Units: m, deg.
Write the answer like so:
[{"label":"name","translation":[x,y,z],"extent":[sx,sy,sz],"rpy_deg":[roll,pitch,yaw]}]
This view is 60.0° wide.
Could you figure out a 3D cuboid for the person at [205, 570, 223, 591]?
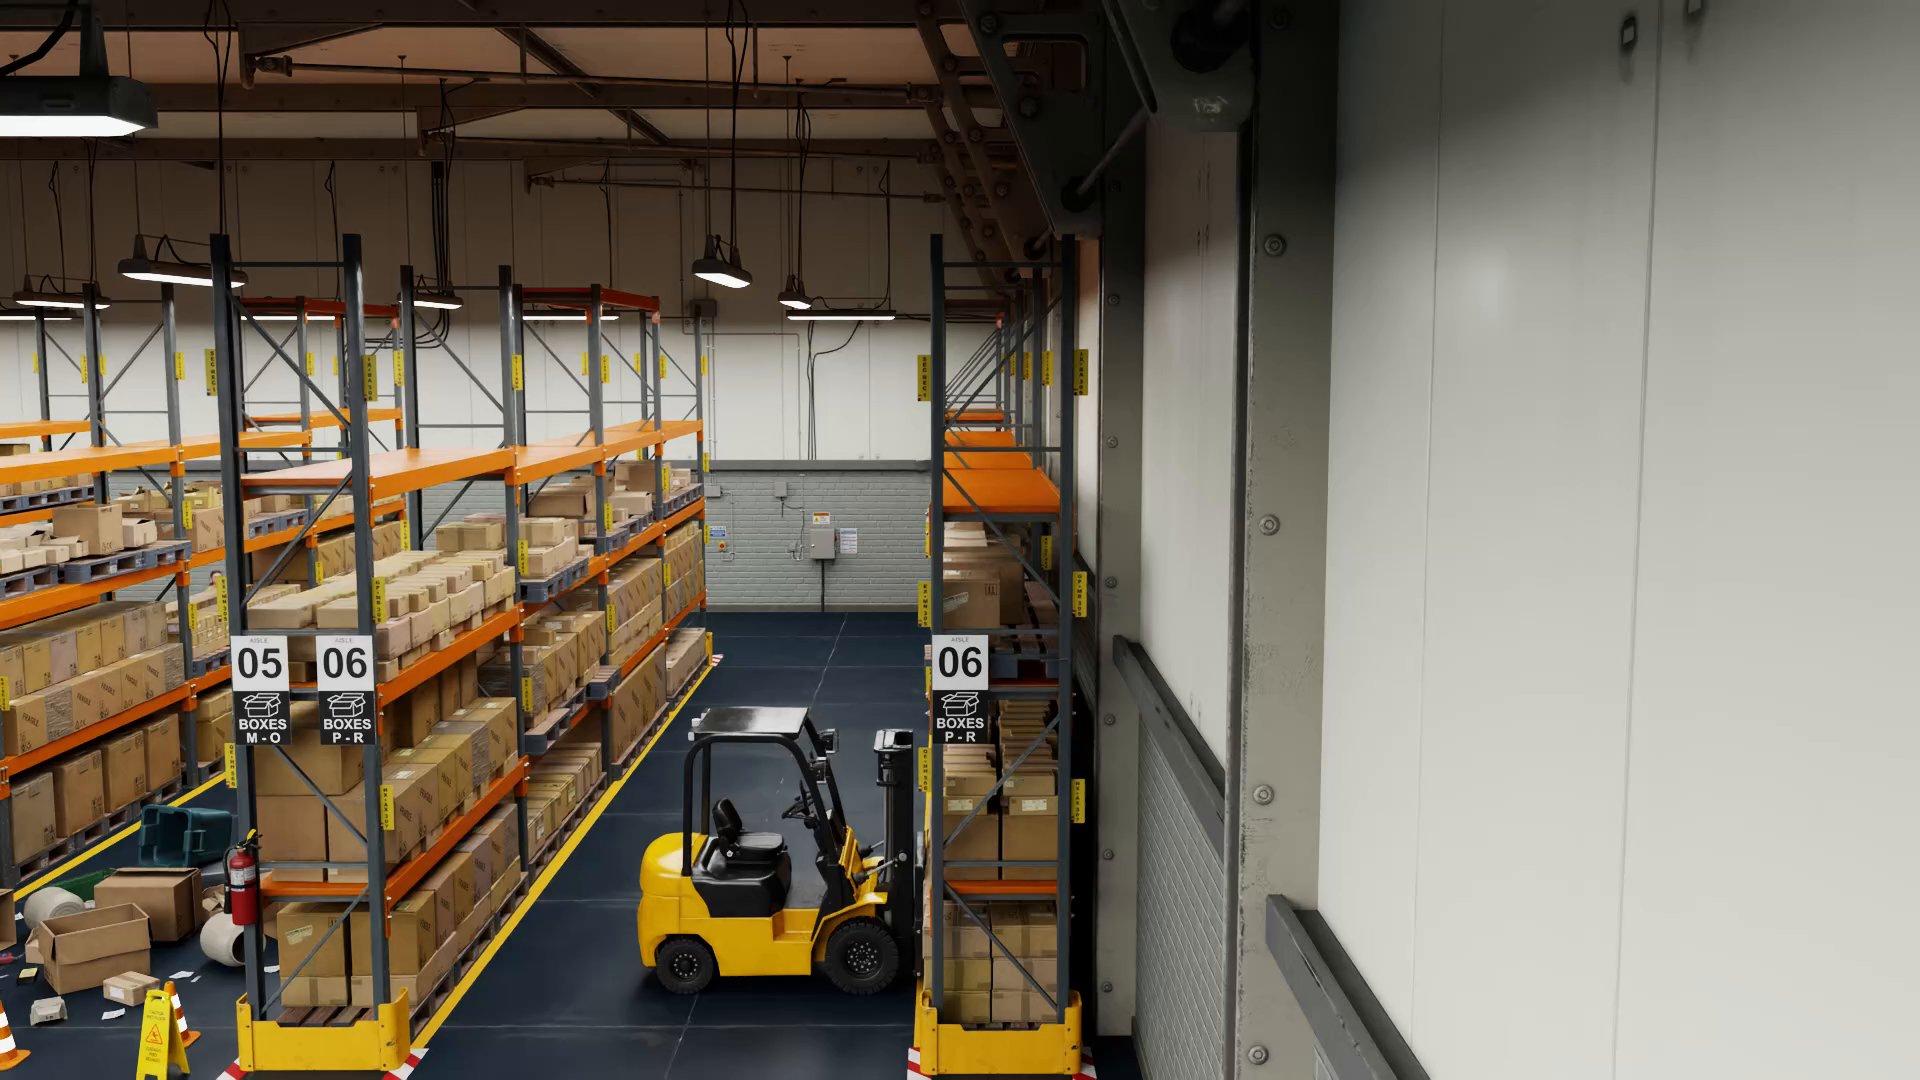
[{"label":"person","translation":[-12.096,1.314,27.358],"extent":[0.588,1.660,0.453],"rpy_deg":[0,6,2]}]
